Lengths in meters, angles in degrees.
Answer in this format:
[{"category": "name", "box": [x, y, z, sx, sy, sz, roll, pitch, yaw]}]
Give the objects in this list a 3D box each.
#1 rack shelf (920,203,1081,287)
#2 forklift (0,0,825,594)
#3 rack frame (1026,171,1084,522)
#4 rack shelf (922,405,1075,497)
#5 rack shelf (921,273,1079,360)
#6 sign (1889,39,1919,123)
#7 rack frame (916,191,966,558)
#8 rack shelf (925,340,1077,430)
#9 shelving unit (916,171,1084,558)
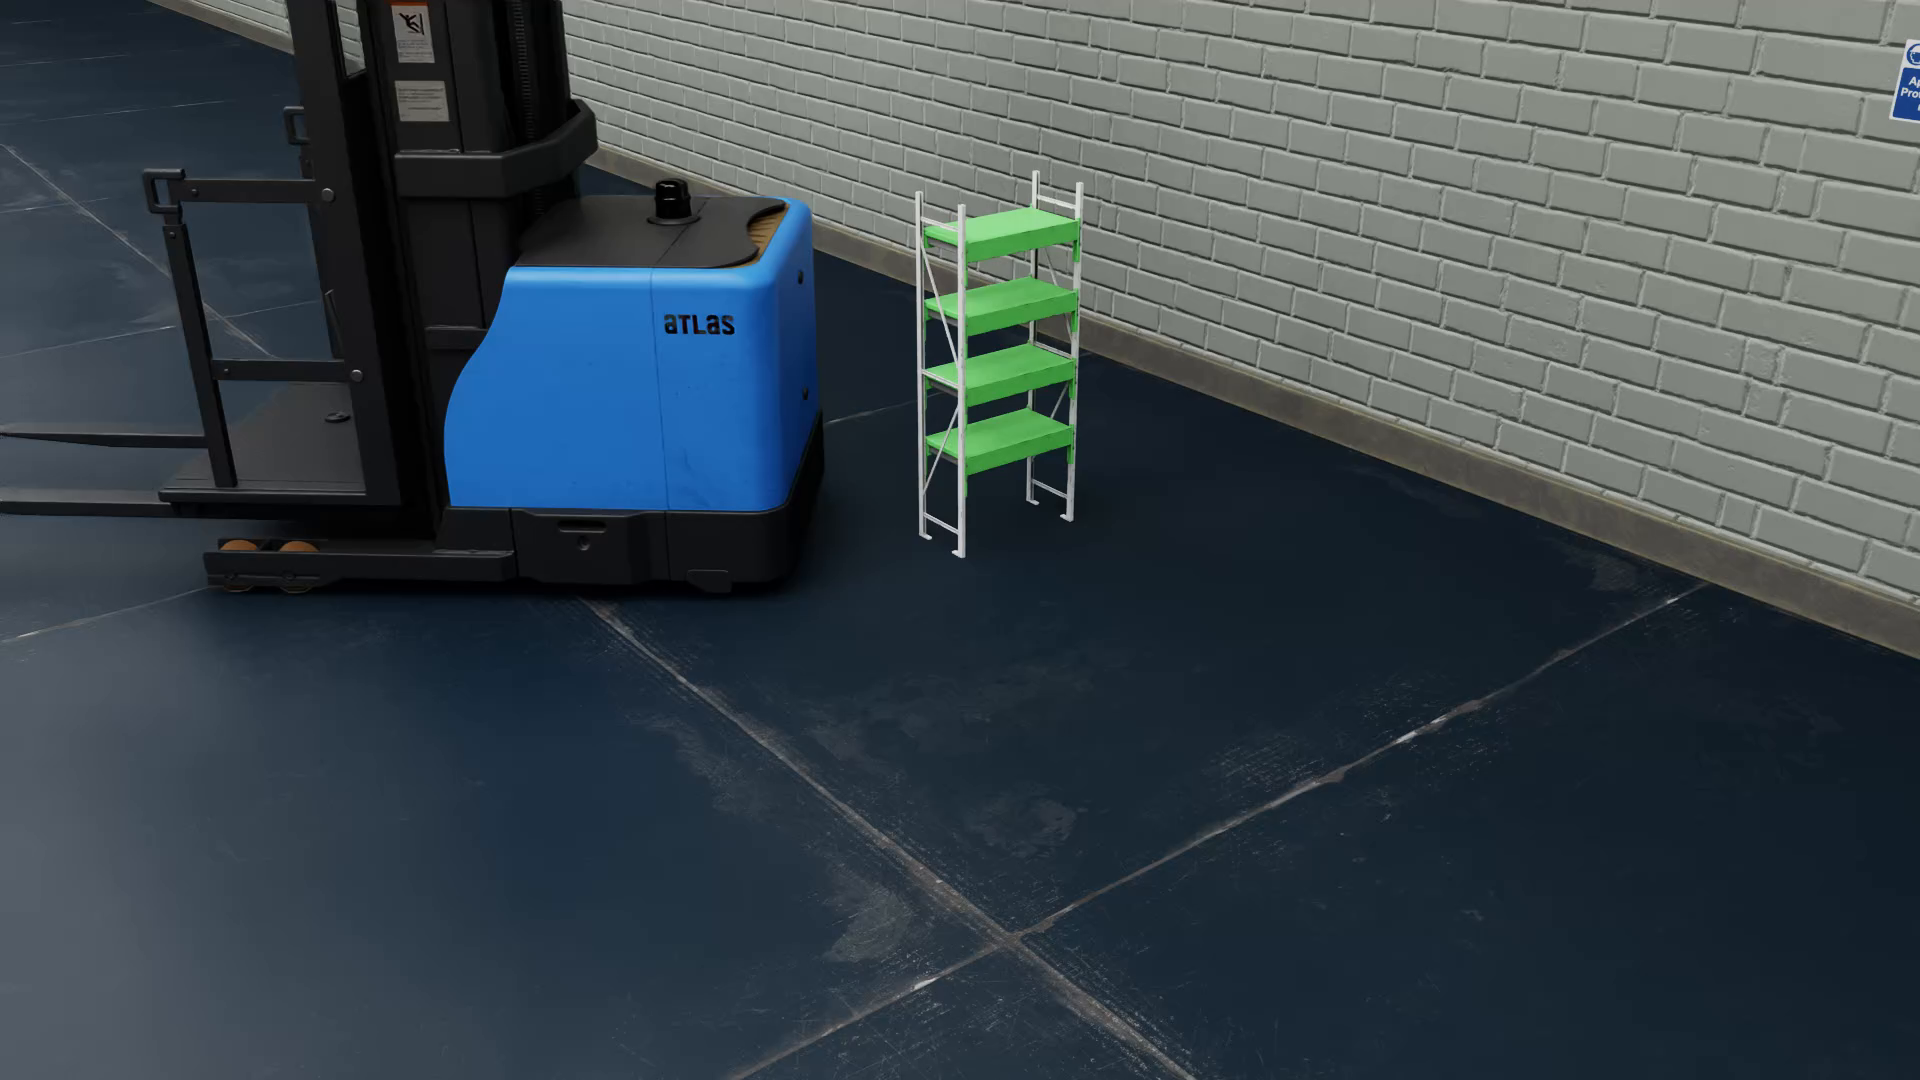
[{"category": "rack shelf", "box": [0.130, -0.965, 5.415, 0.480, 0.148, 0.258, -18, 31, -34]}, {"category": "forklift", "box": [-2.033, -1.377, 5.235, 3.031, 2.935, 1.130, 1, 25, 2]}, {"category": "rack frame", "box": [0.322, -0.651, 5.727, 0.015, 1.200, 0.240, -18, 31, -34]}, {"category": "rack shelf", "box": [0.130, -0.312, 5.718, 0.480, 0.148, 0.258, -18, 31, -34]}, {"category": "rack shelf", "box": [0.130, -0.747, 5.516, 0.480, 0.148, 0.258, -18, 31, -34]}, {"category": "sign", "box": [2.712, -1.228, 4.513, 0.001, 0.218, 0.327, -18, 31, -34]}, {"category": "rack frame", "box": [-0.062, -0.524, 5.453, 0.015, 1.200, 0.240, -18, 31, -34]}, {"category": "rack shelf", "box": [0.130, -0.529, 5.617, 0.480, 0.148, 0.258, -18, 31, -34]}, {"category": "shelving unit", "box": [0.130, -0.587, 5.590, 0.503, 1.200, 0.258, -18, 31, -34]}]
